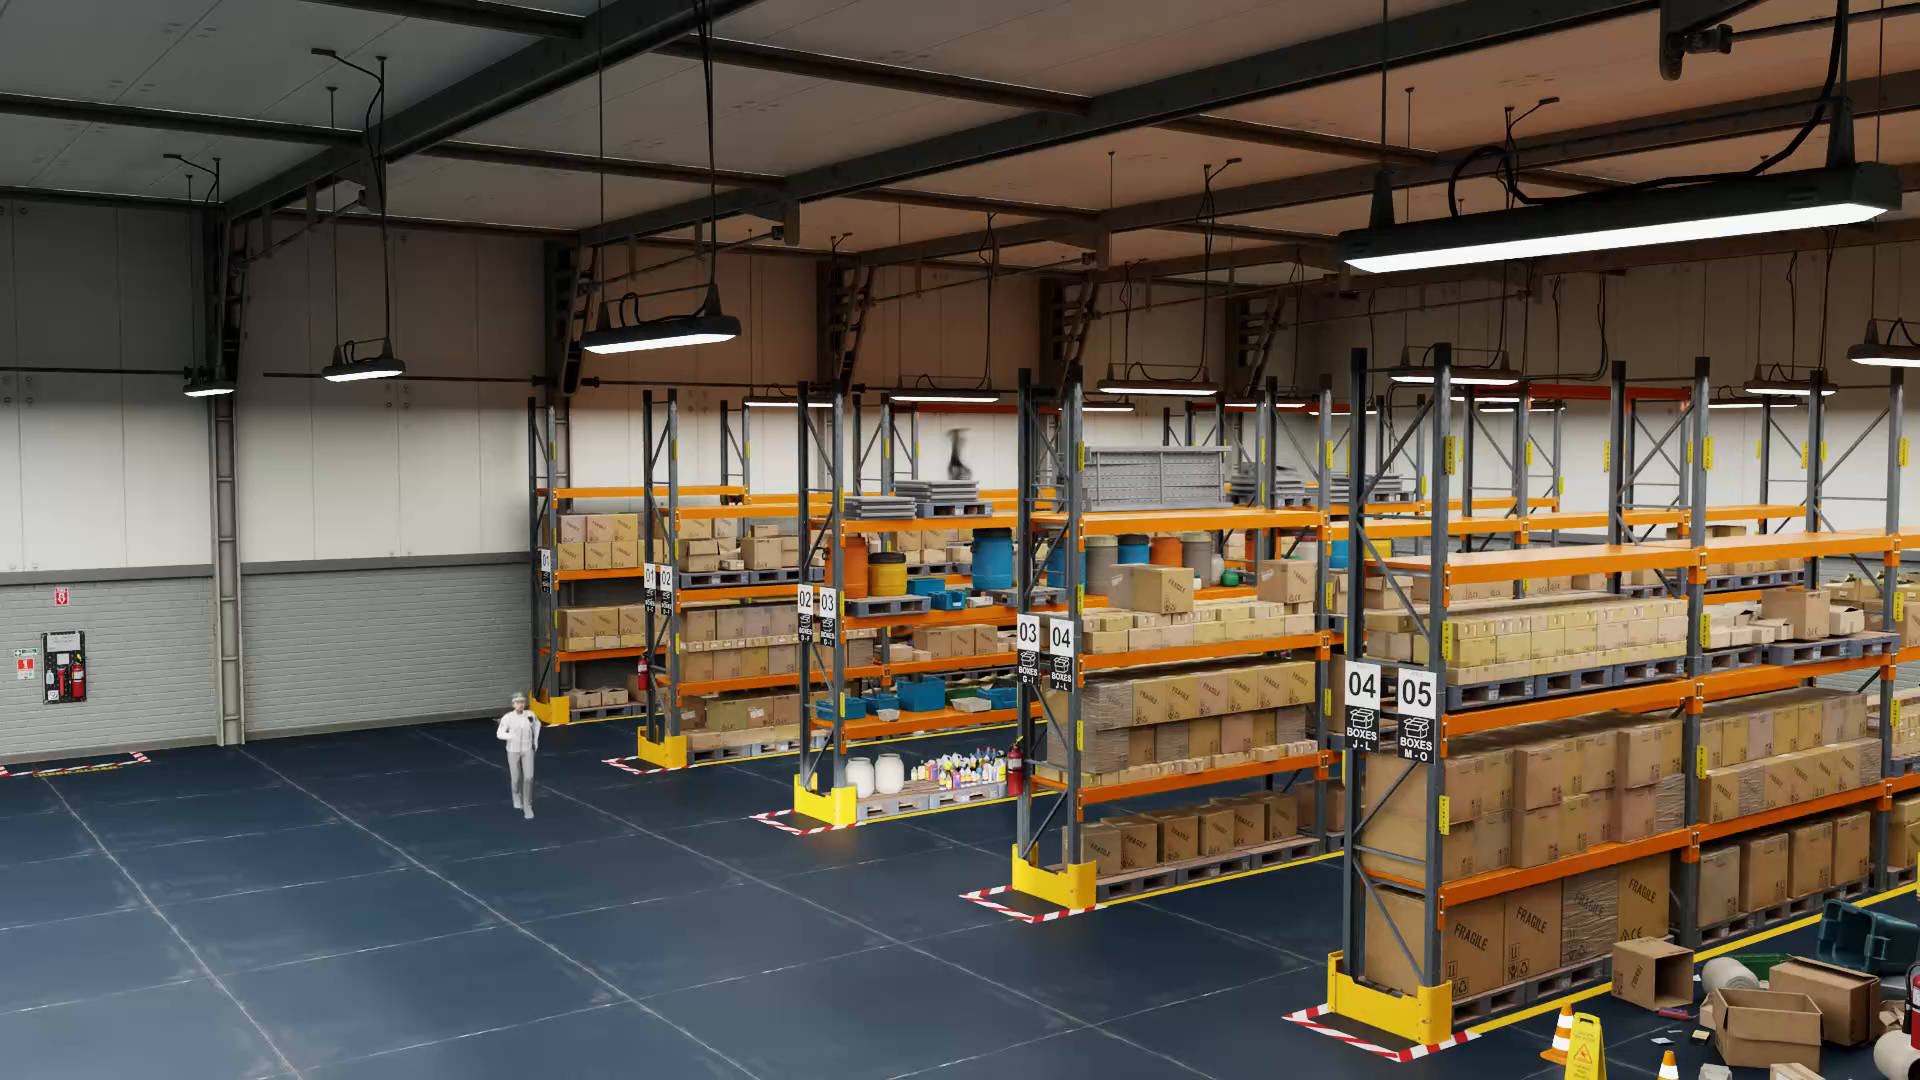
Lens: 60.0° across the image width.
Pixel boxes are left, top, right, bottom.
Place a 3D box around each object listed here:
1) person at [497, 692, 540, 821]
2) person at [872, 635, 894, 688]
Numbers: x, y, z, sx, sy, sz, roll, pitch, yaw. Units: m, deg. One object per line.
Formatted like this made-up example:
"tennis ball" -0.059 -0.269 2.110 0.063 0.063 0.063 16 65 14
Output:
"person" -6.092 2.956 22.997 0.599 1.738 0.779 -1 4 -18
"person" -1.557 2.525 32.141 0.603 1.486 0.847 2 4 33
